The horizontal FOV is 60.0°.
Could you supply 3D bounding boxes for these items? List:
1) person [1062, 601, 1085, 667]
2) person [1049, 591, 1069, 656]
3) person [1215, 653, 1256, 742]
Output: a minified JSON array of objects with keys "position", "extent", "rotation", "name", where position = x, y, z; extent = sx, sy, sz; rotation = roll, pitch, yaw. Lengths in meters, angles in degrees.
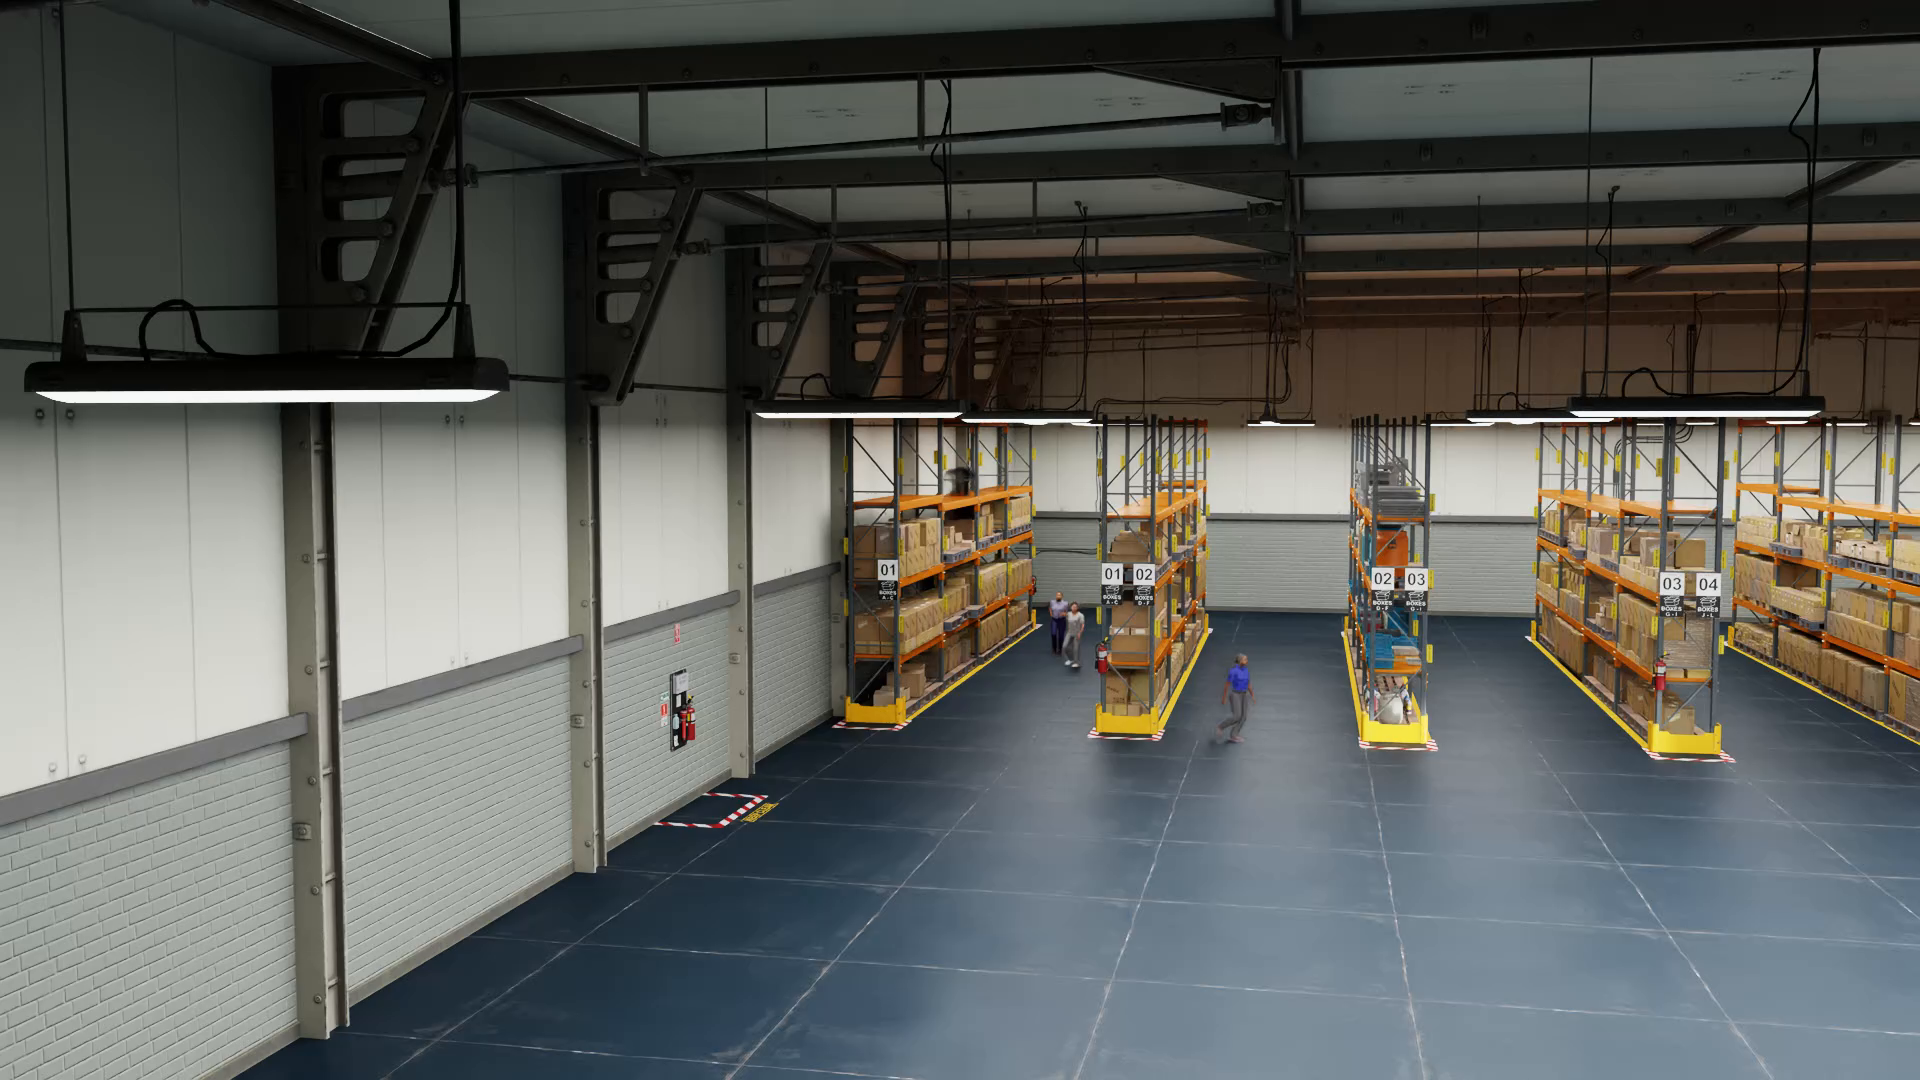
[{"position":[2.746,2.257,39.741],"extent":[0.570,1.622,0.661],"rotation":[2,4,26],"name":"person"},{"position":[2.512,2.116,42.200],"extent":[0.504,1.666,0.800],"rotation":[0,4,3],"name":"person"},{"position":[5.025,2.885,30.442],"extent":[0.691,1.623,0.538],"rotation":[-3,5,-41],"name":"person"}]
